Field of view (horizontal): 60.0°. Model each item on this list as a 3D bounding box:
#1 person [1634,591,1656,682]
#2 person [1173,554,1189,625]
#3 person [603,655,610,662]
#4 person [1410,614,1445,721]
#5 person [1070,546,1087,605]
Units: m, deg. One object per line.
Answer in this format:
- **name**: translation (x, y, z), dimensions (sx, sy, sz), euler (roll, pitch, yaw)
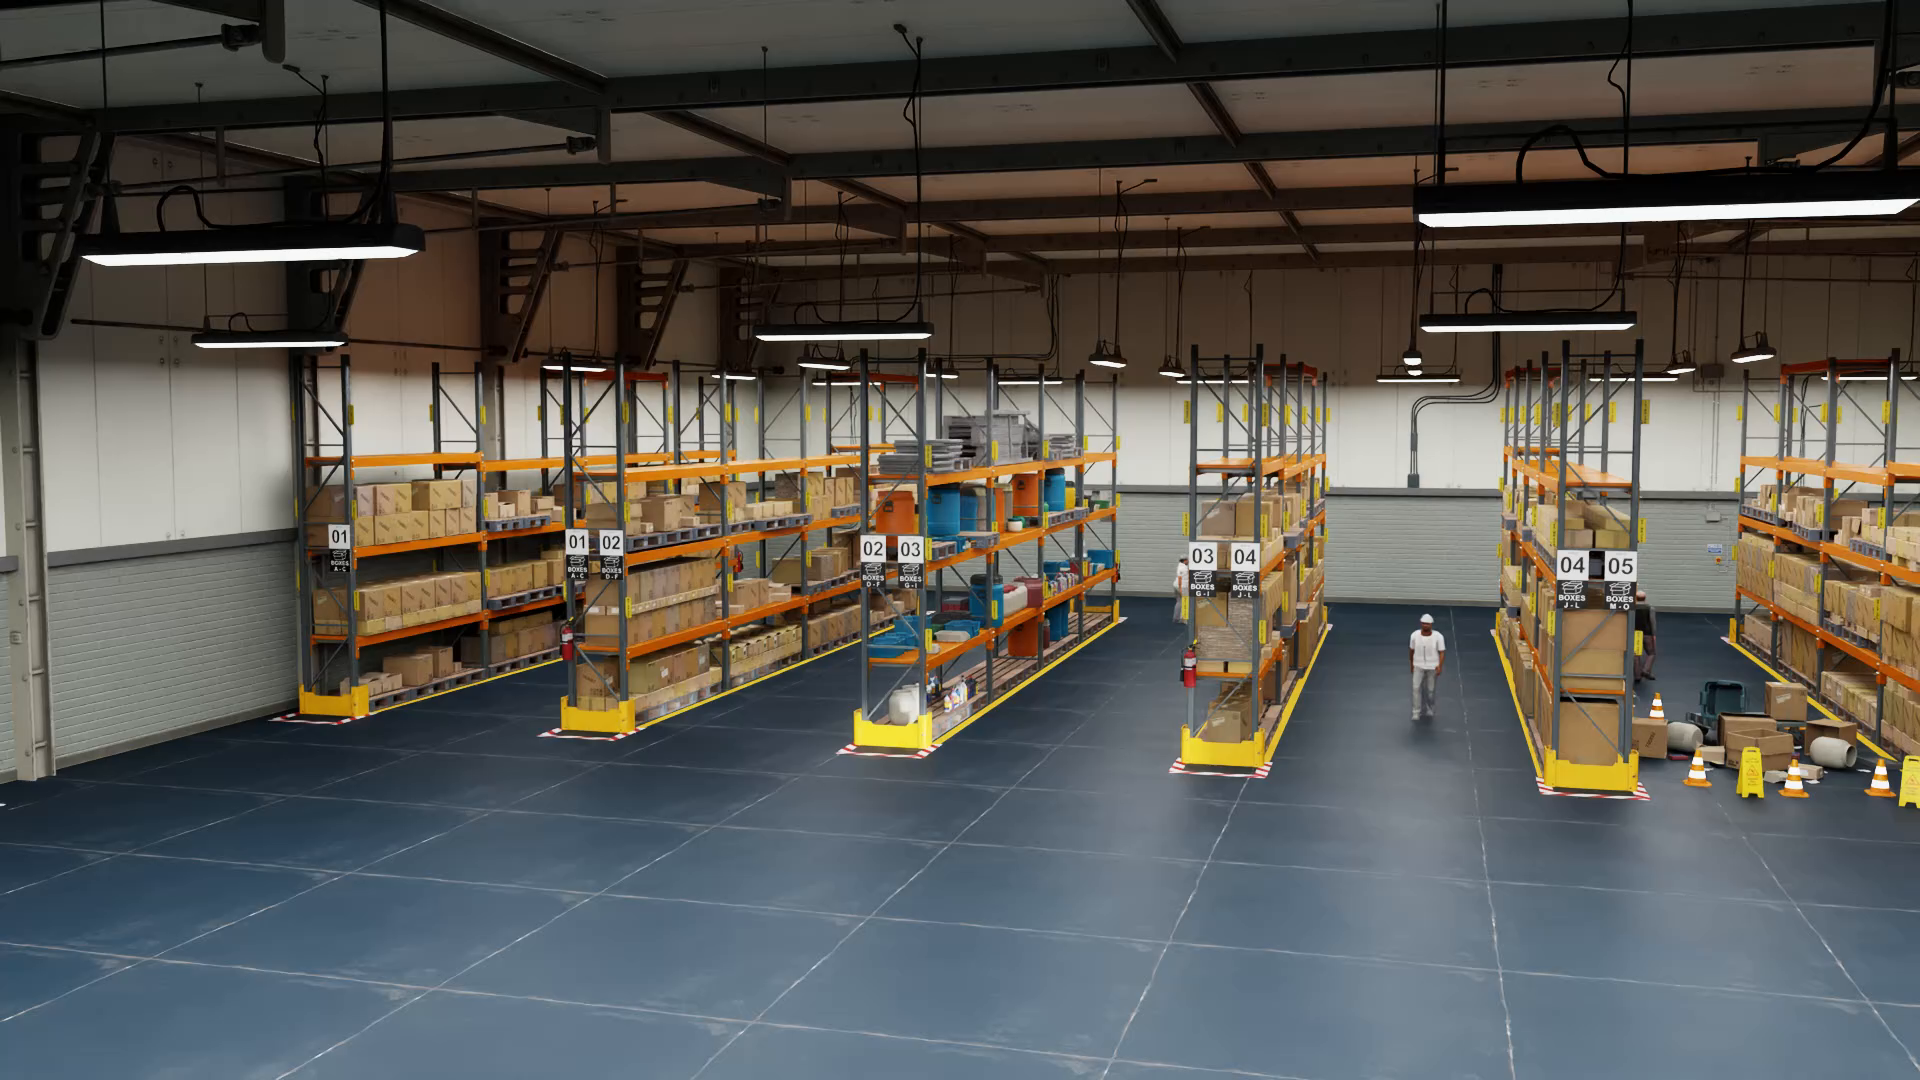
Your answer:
- **person**: translation (12.754, 1.814, 31.159), dimensions (0.573, 1.721, 0.514), euler (2, 5, 26)
- **person**: translation (5.348, 1.196, 39.965), dimensions (0.447, 1.716, 0.542), euler (0, 4, 5)
- **person**: translation (-6.929, 1.655, 33.626), dimensions (0.544, 1.603, 1.072), euler (0, 4, 7)
- **person**: translation (7.639, 2.082, 27.249), dimensions (0.580, 1.719, 0.981), euler (2, 5, 22)
- **person**: translation (3.006, 0.919, 42.833), dimensions (0.552, 1.717, 1.055), euler (3, 5, 34)
